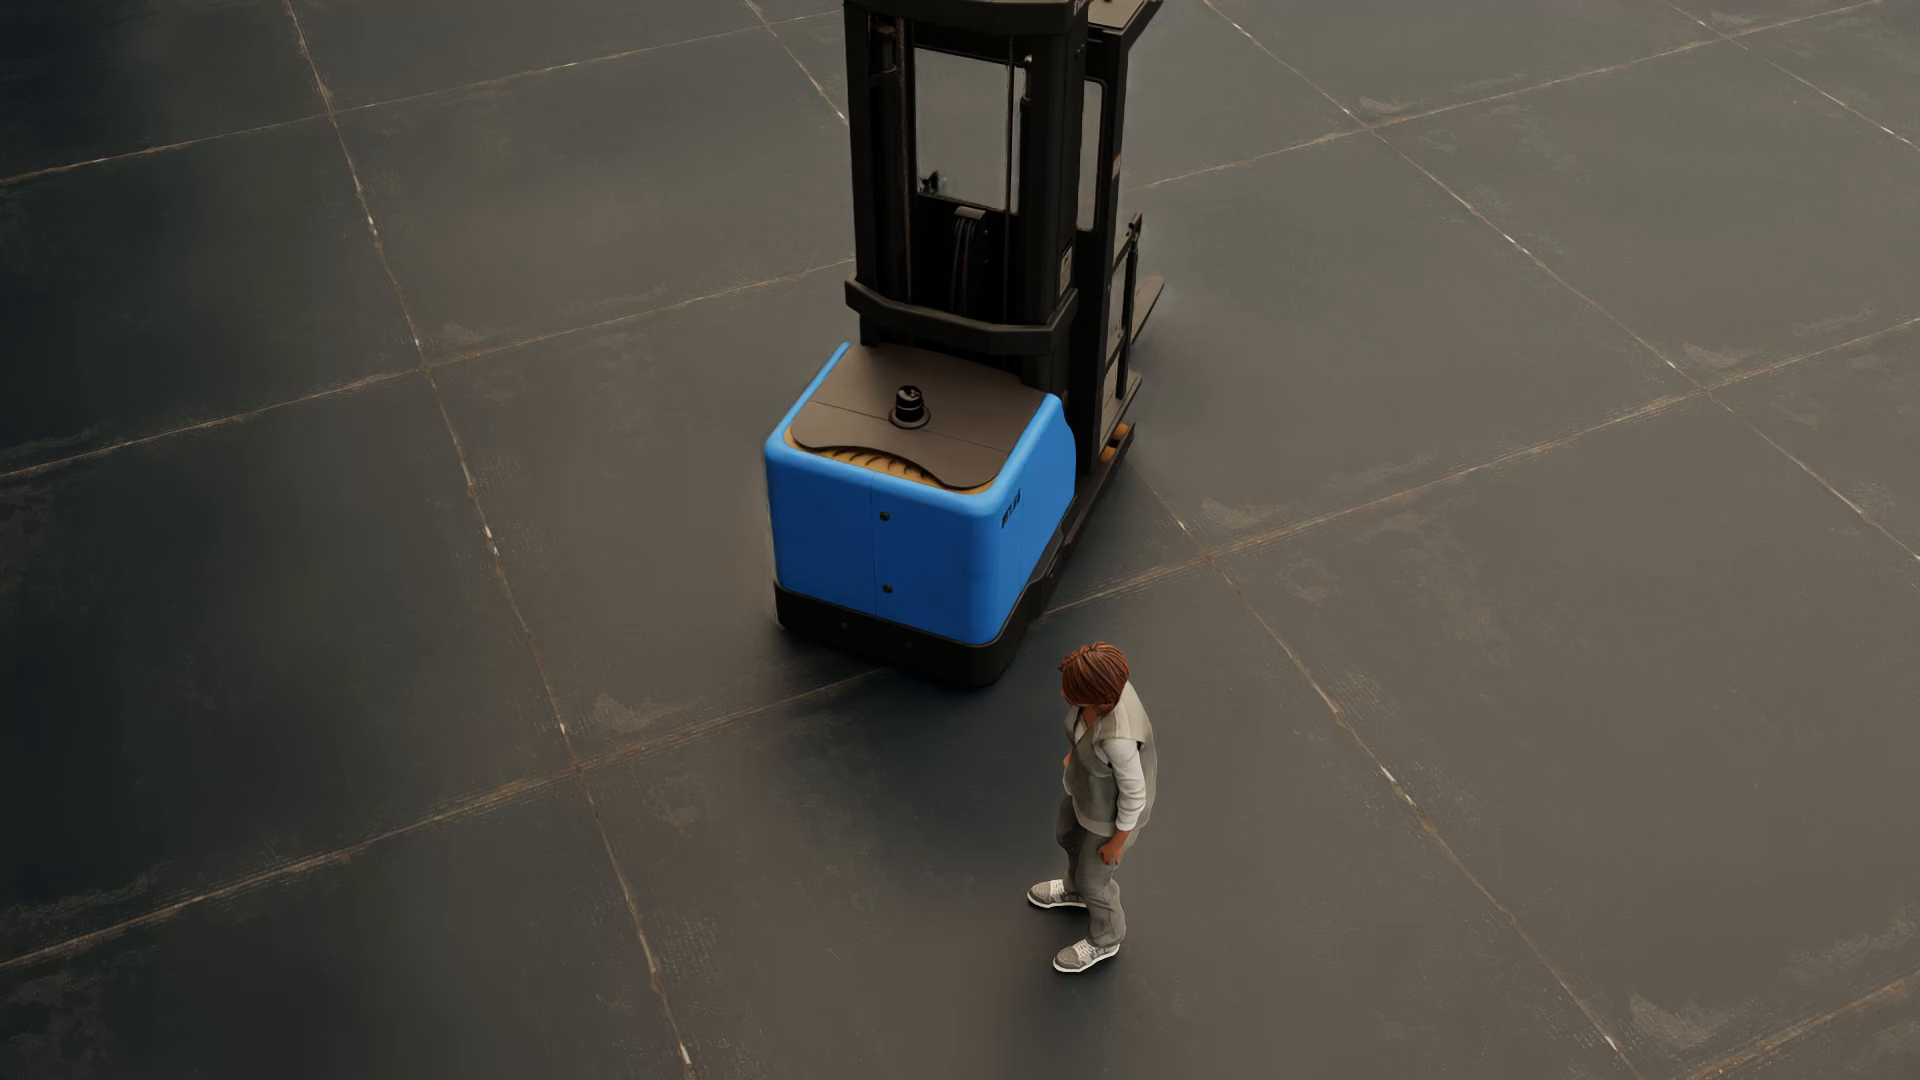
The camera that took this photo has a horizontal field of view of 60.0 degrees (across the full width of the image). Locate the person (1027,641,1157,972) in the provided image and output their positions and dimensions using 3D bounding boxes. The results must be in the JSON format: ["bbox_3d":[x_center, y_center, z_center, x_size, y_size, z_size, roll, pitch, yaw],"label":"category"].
[{"bbox_3d":[0.471,0.895,5.704,0.348,1.590,0.472,-11,44,-11],"label":"person"}]

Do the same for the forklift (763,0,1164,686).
[{"bbox_3d":[0.220,-1.469,7.254,1.130,2.935,3.031,16,45,16],"label":"forklift"}]
